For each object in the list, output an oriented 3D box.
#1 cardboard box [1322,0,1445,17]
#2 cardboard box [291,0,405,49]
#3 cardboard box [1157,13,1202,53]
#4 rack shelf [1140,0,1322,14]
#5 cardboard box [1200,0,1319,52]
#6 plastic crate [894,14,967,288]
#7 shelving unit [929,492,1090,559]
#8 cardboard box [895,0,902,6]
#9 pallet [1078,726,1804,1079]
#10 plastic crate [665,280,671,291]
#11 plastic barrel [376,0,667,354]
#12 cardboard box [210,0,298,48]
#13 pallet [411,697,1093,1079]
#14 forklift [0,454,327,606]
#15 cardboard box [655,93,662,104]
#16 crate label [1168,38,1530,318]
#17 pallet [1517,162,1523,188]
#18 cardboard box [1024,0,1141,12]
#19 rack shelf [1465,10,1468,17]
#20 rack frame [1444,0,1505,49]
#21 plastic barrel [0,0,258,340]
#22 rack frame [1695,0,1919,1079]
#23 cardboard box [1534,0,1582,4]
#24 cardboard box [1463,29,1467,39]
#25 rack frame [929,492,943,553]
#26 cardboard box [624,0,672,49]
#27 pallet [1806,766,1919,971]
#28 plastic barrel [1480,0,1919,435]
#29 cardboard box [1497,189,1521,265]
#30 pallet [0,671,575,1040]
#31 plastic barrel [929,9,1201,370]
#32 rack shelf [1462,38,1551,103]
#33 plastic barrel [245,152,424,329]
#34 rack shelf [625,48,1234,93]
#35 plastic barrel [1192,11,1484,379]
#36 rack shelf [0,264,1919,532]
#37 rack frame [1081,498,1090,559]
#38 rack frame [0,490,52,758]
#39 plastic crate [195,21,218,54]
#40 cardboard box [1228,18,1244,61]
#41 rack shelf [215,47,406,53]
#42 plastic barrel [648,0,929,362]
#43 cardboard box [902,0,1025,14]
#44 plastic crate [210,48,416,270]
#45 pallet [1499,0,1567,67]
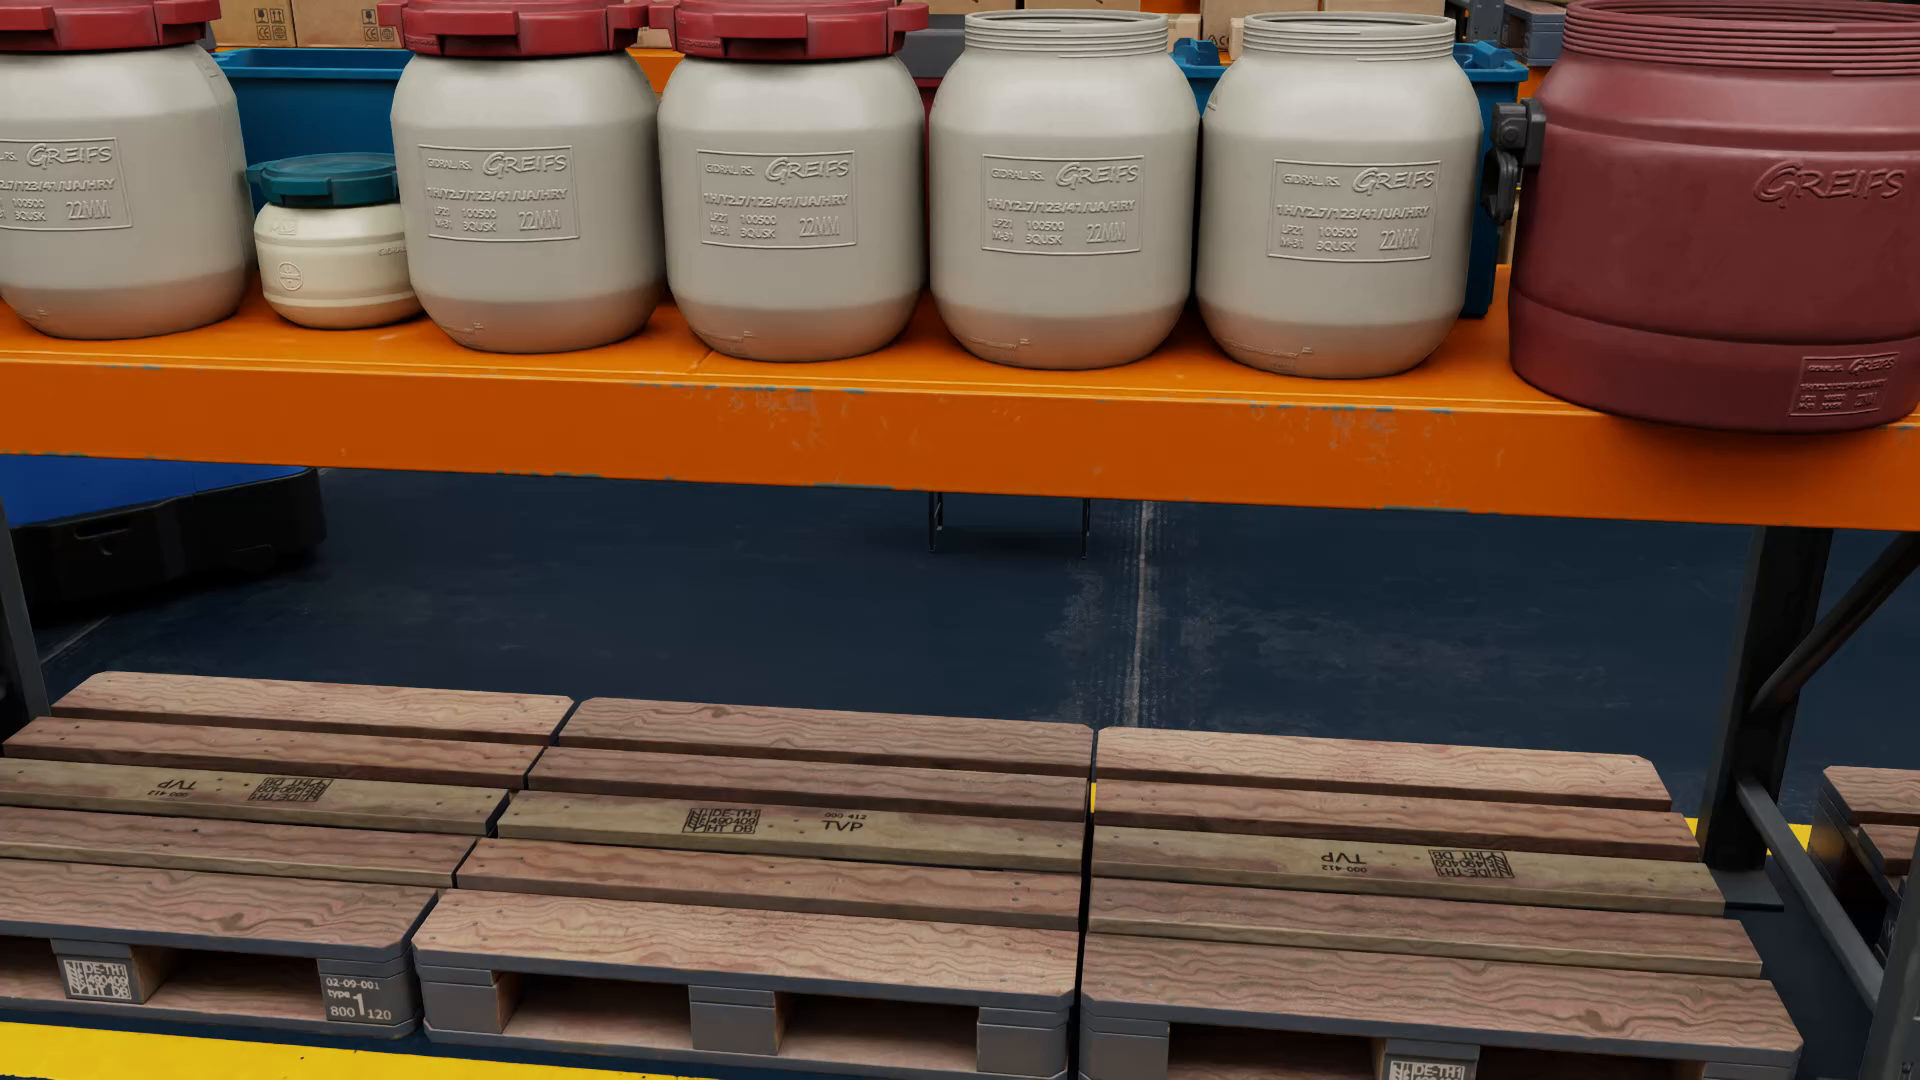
[{"bbox_3d":[1.856,-2.318,7.345,0.500,0.311,0.500,4,22,10],"label":"cardboard box"},{"bbox_3d":[-2.726,-2.585,7.762,0.500,0.500,0.700,2,22,6],"label":"cardboard box"},{"bbox_3d":[0.940,-2.246,7.382,0.250,0.149,0.380,4,22,10],"label":"cardboard box"},{"bbox_3d":[0.806,-3.889,12.175,4.000,0.370,1.077,2,22,6],"label":"rack shelf"},{"bbox_3d":[1.347,-2.396,7.541,0.500,0.311,0.500,2,22,6],"label":"cardboard box"},{"bbox_3d":[0.057,-0.731,3.122,0.583,0.464,0.402,2,22,6],"label":"plastic crate"},{"bbox_3d":[0.164,-0.551,5.201,0.503,1.200,0.258,2,22,6],"label":"shelving unit"},{"bbox_3d":[-0.476,-2.486,7.511,0.500,0.500,0.500,4,22,10],"label":"cardboard box"},{"bbox_3d":[0.861,0.729,3.308,1.213,0.211,1.003,2,22,6],"label":"pallet"},{"bbox_3d":[-0.584,-0.622,3.221,0.662,0.188,0.450,2,22,6],"label":"plastic crate"},{"bbox_3d":[-0.693,-0.603,2.699,0.433,0.535,0.433,0,22,0],"label":"plastic barrel"},{"bbox_3d":[-3.223,-2.608,7.821,0.500,0.500,0.700,3,22,7],"label":"cardboard box"},{"bbox_3d":[-0.347,0.676,3.443,1.213,0.211,1.003,2,22,6],"label":"pallet"},{"bbox_3d":[-3.504,-1.126,4.302,3.031,2.935,1.130,-14,26,-32],"label":"forklift"},{"bbox_3d":[-2.216,-3.382,12.716,0.500,0.500,0.500,1,22,2],"label":"cardboard box"},{"bbox_3d":[0.671,-0.678,3.026,0.616,0.435,0.502,2,22,6],"label":"crate label"},{"bbox_3d":[3.566,-2.778,12.180,1.213,0.211,1.003,2,22,6],"label":"pallet"},{"bbox_3d":[0.544,-2.441,7.398,0.500,0.500,0.500,1,22,3],"label":"cardboard box"},{"bbox_3d":[4.778,-3.716,11.737,4.000,0.370,1.077,2,22,6],"label":"rack shelf"},{"bbox_3d":[2.213,-2.328,7.248,0.127,3.000,1.000,2,22,6],"label":"rack frame"},{"bbox_3d":[-1.422,-0.634,2.780,0.433,0.535,0.433,0,22,0],"label":"plastic barrel"},{"bbox_3d":[1.626,-0.520,2.674,0.127,3.000,1.000,2,22,6],"label":"rack frame"},{"bbox_3d":[2.851,-2.584,7.188,0.500,0.500,0.700,-5,22,-12],"label":"cardboard box"},{"bbox_3d":[3.507,-3.253,11.940,0.750,0.750,0.750,2,22,6],"label":"cardboard box"},{"bbox_3d":[-0.078,-0.561,5.228,0.015,1.200,0.240,2,22,6],"label":"rack frame"},{"bbox_3d":[-1.266,-2.426,7.700,0.500,0.250,0.500,4,22,10],"label":"cardboard box"},{"bbox_3d":[2.414,0.796,3.139,1.213,0.211,1.003,2,22,6],"label":"pallet"},{"bbox_3d":[1.129,-0.492,2.420,0.708,0.536,0.600,2,22,6],"label":"plastic barrel"},{"bbox_3d":[2.631,-1.246,7.313,0.500,0.500,0.500,3,22,9],"label":"cardboard box"},{"bbox_3d":[-1.562,0.624,3.575,1.213,0.211,1.003,2,22,6],"label":"pallet"},{"bbox_3d":[0.161,-0.556,2.615,0.421,0.512,0.421,0,22,0],"label":"plastic barrel"},{"bbox_3d":[4.199,-1.907,7.162,4.000,0.370,1.077,2,22,6],"label":"rack shelf"},{"bbox_3d":[-1.050,-0.515,2.851,0.301,0.262,0.301,0,22,0],"label":"plastic barrel"},{"bbox_3d":[0.226,-2.080,7.599,4.000,0.370,1.077,2,22,6],"label":"rack shelf"},{"bbox_3d":[0.579,-0.538,2.569,0.421,0.512,0.421,0,22,0],"label":"plastic barrel"},{"bbox_3d":[-0.360,-0.272,3.025,4.000,0.370,1.077,2,22,6],"label":"rack shelf"},{"bbox_3d":[0.407,-0.540,5.174,0.015,1.200,0.240,2,22,6],"label":"rack frame"},{"bbox_3d":[-2.346,-0.693,3.112,0.127,3.000,1.000,2,22,6],"label":"rack frame"},{"bbox_3d":[-1.829,-0.813,3.330,0.583,0.464,0.402,2,22,6],"label":"plastic crate"},{"bbox_3d":[1.287,-2.149,7.138,0.250,0.149,0.380,2,22,6],"label":"cardboard box"},{"bbox_3d":[-3.746,-2.253,8.037,4.000,0.370,1.077,2,22,6],"label":"rack shelf"},{"bbox_3d":[-0.264,-0.584,2.652,0.433,0.535,0.433,0,22,0],"label":"plastic barrel"},{"bbox_3d":[0.022,-2.464,7.456,0.500,0.500,0.500,3,22,6],"label":"cardboard box"},{"bbox_3d":[-1.214,-0.751,3.281,0.575,0.384,0.392,2,22,6],"label":"plastic crate"},{"bbox_3d":[2.894,-2.235,7.274,1.003,0.211,1.213,2,22,6],"label":"pallet"}]
